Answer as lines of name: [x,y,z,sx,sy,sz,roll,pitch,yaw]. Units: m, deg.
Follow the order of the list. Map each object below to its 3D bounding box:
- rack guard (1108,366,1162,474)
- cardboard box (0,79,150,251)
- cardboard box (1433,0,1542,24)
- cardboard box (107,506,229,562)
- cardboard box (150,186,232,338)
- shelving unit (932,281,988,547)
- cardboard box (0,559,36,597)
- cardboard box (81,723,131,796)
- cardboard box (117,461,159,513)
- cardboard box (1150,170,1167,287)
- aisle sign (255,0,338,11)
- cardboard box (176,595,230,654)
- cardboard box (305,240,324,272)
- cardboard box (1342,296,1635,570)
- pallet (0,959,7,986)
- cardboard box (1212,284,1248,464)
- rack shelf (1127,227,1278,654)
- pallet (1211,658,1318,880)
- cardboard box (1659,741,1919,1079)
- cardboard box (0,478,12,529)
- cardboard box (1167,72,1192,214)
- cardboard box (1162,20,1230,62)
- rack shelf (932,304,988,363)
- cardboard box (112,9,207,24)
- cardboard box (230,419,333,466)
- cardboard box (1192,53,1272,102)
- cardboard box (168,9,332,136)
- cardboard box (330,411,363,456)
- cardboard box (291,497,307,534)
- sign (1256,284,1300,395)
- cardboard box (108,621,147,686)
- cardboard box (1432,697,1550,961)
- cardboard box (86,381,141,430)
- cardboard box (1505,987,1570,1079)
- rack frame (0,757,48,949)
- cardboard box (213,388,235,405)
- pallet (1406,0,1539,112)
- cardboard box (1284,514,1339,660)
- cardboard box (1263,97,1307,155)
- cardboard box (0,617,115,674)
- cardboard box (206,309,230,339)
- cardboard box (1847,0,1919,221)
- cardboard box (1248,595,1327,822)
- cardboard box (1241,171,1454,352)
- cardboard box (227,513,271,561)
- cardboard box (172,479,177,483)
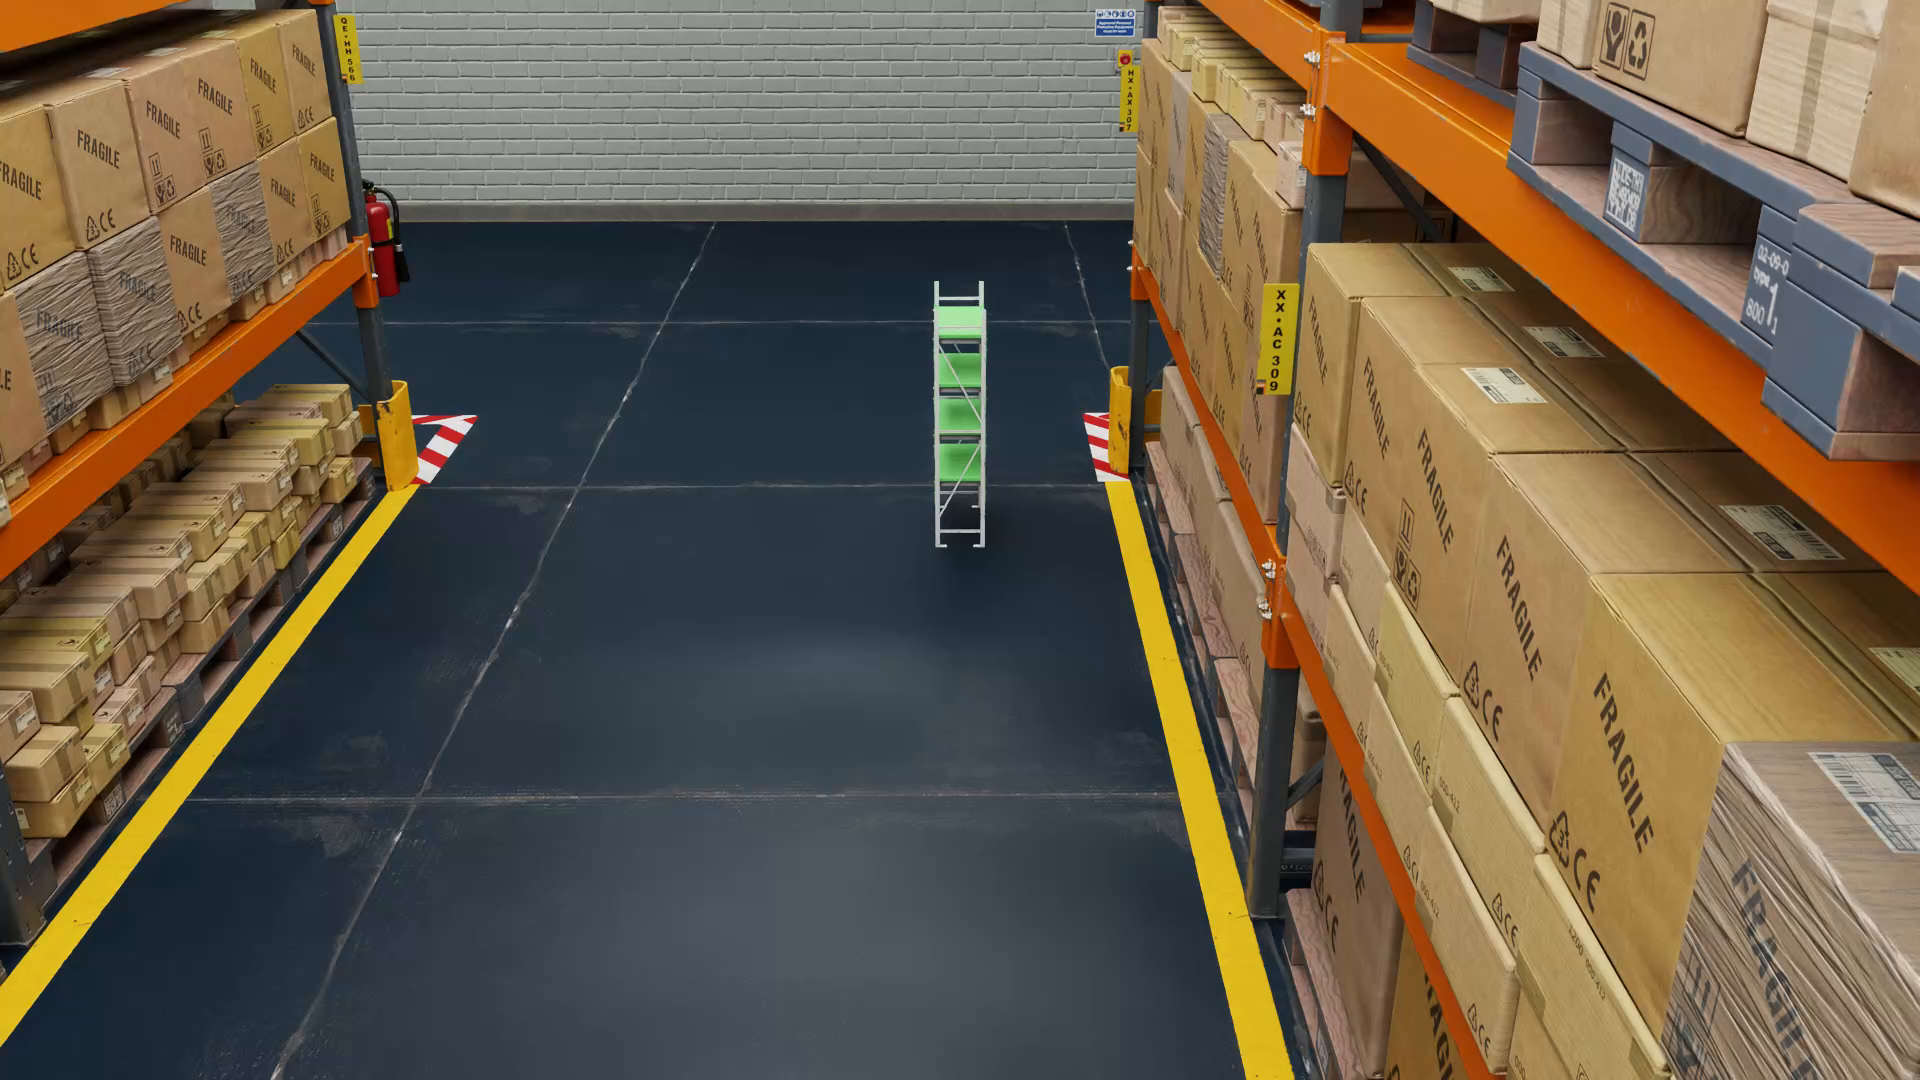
rack guard: [1.412,-0.659,9.101,1.175,0.500,0.348,0,24,-1]
cardboard box: [-3.250,-1.321,5.836,0.500,0.500,0.500,0,24,0]
cardboard box: [1.120,-1.069,3.107,0.380,0.166,0.250,-2,24,-4]
cardboard box: [-3.281,-0.027,6.897,0.380,0.149,0.250,0,24,0]
cardboard box: [-3.264,-1.095,6.549,0.500,0.500,0.500,1,24,2]
shelving unit: [-0.002,-0.615,8.154,0.258,1.200,0.503,0,24,-1]
cardboard box: [-3.829,0.189,6.421,0.380,0.149,0.250,-1,24,-3]
cardboard box: [-3.178,0.770,5.857,0.380,0.149,0.250,0,24,1]
cardboard box: [-3.794,-0.237,7.362,0.380,0.149,0.250,1,24,2]
cardboard box: [1.164,-1.427,7.643,0.500,0.500,0.500,-1,24,-1]
aisle sign: [-3.237,-2.941,7.957,0.394,0.787,0.004,0,24,-1]
cardboard box: [-3.230,0.345,6.796,0.380,0.149,0.250,-1,24,-2]
cardboard box: [-3.285,-1.374,7.954,0.380,0.149,0.250,0,24,-1]
cardboard box: [1.206,-0.249,3.826,0.500,0.500,0.500,0,24,-1]
pallet: [-3.483,1.515,4.644,1.003,0.211,1.213,0,24,-1]
cardboard box: [1.184,-0.588,5.788,0.500,0.500,0.500,-1,24,-2]
rack shelf: [1.434,-0.637,6.891,1.077,0.370,4.000,0,24,-1]
pallet: [1.526,0.817,6.188,1.003,0.211,1.213,0,24,-1]
cardboard box: [1.218,0.584,1.985,0.500,0.500,0.500,0,24,0]
cardboard box: [-3.169,-0.080,5.092,0.380,0.149,0.250,1,24,1]
cardboard box: [1.159,-1.666,6.958,0.500,0.500,0.500,0,24,-1]
cardboard box: [1.101,-2.222,7.402,0.380,0.149,0.250,0,24,1]
rack shelf: [-0.002,-0.994,7.982,0.258,0.148,0.480,0,24,-1]
cardboard box: [-3.797,-2.175,7.724,0.500,0.500,0.500,0,24,-1]
cardboard box: [-3.202,-0.461,7.858,0.380,0.149,0.250,-1,24,-2]
cardboard box: [1.114,-1.798,6.465,0.380,0.149,0.250,-1,24,-2]
cardboard box: [-3.283,-2.174,7.721,0.500,0.500,0.500,-1,24,-2]
cardboard box: [-3.245,-0.536,8.385,0.380,0.149,0.250,-1,24,-2]
cardboard box: [-3.286,-0.085,7.747,0.380,0.149,0.250,0,24,0]
sign: [0.901,-0.568,4.718,0.100,0.325,0.005,0,24,-1]
cardboard box: [-3.308,0.430,6.249,0.380,0.149,0.250,-1,24,-3]
cardboard box: [1.199,0.514,3.049,0.500,0.250,0.500,-1,24,-2]
cardboard box: [-3.236,-0.512,6.047,0.380,0.149,0.250,0,24,0]
cardboard box: [1.224,0.951,2.689,0.500,0.250,0.500,0,24,-1]
rack frame: [-3.493,-0.076,4.779,1.000,3.000,0.127,0,24,-1]
cardboard box: [-3.871,-0.671,8.321,0.380,0.149,0.250,-1,24,-3]
pallet: [1.515,-1.042,3.507,0.805,0.209,1.217,-1,24,-3]
cardboard box: [1.197,0.111,4.548,0.500,0.250,0.500,-1,24,-2]
cardboard box: [1.226,-1.379,5.536,0.380,0.149,0.250,0,24,-1]
cardboard box: [-3.285,0.400,5.955,0.380,0.149,0.250,-1,24,-1]
cardboard box: [-3.324,-0.946,7.006,0.380,0.149,0.250,-1,24,-3]
cardboard box: [1.299,-0.503,1.451,0.700,0.500,0.500,-1,24,-3]
cardboard box: [1.556,0.577,5.935,0.875,0.438,0.875,-1,24,-1]
cardboard box: [1.174,-0.835,5.121,0.500,0.500,0.500,0,24,-1]
cardboard box: [-3.235,-0.003,7.206,0.380,0.149,0.250,1,24,2]
cardboard box: [-3.856,-0.216,7.676,0.380,0.149,0.250,0,24,1]
